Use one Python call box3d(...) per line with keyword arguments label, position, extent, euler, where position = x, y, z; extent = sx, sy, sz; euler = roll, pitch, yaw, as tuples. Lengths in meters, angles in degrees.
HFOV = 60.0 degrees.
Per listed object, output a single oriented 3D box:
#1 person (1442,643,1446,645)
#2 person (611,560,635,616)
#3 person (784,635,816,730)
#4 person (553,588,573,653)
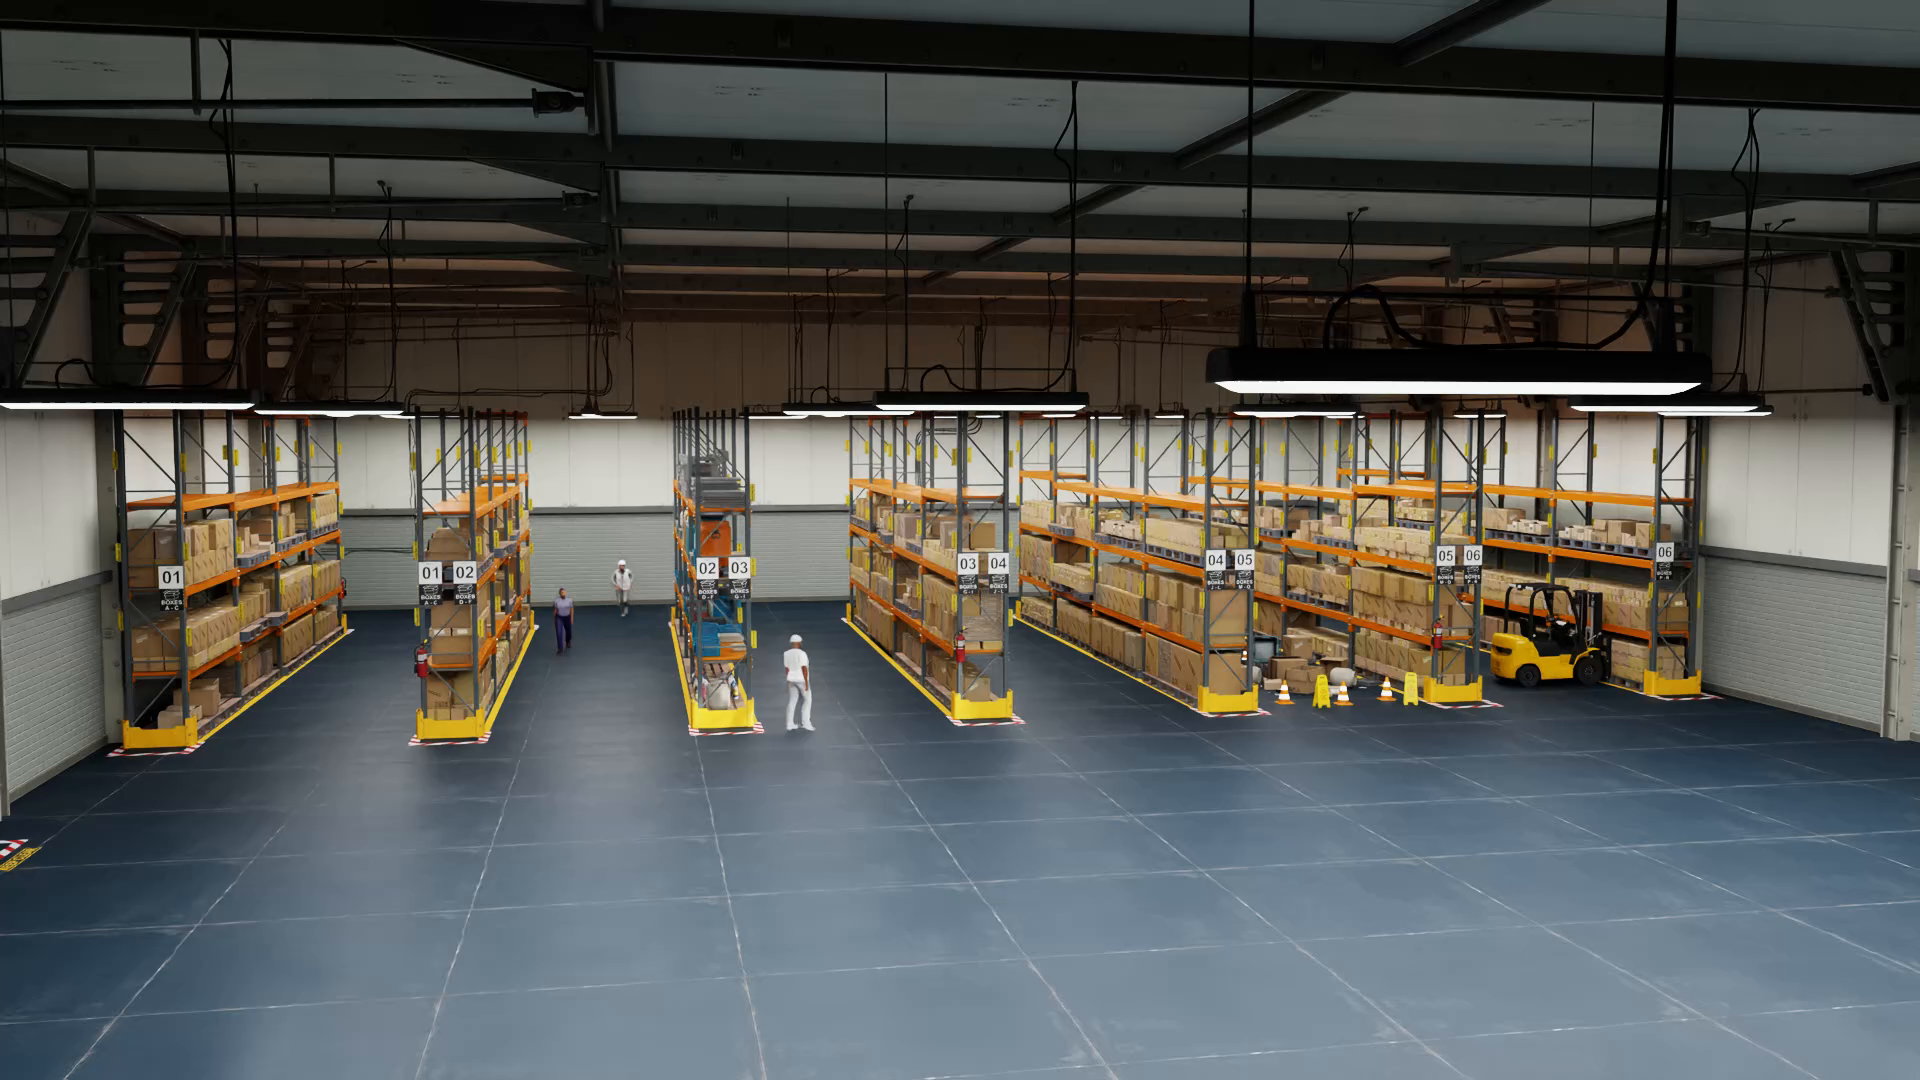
box3d(label="person", position=(11.128, 2.138, 38.353), extent=(0.607, 1.726, 0.745), euler=(-2, 4, -24))
box3d(label="person", position=(-9.888, 1.416, 48.780), extent=(0.651, 1.682, 0.720), euler=(0, 4, -2))
box3d(label="person", position=(-3.057, 2.673, 30.917), extent=(0.615, 1.806, 0.563), euler=(3, 5, 34))
box3d(label="person", position=(-9.850, 1.971, 41.313), extent=(0.485, 1.601, 0.857), euler=(-1, 4, -14))
